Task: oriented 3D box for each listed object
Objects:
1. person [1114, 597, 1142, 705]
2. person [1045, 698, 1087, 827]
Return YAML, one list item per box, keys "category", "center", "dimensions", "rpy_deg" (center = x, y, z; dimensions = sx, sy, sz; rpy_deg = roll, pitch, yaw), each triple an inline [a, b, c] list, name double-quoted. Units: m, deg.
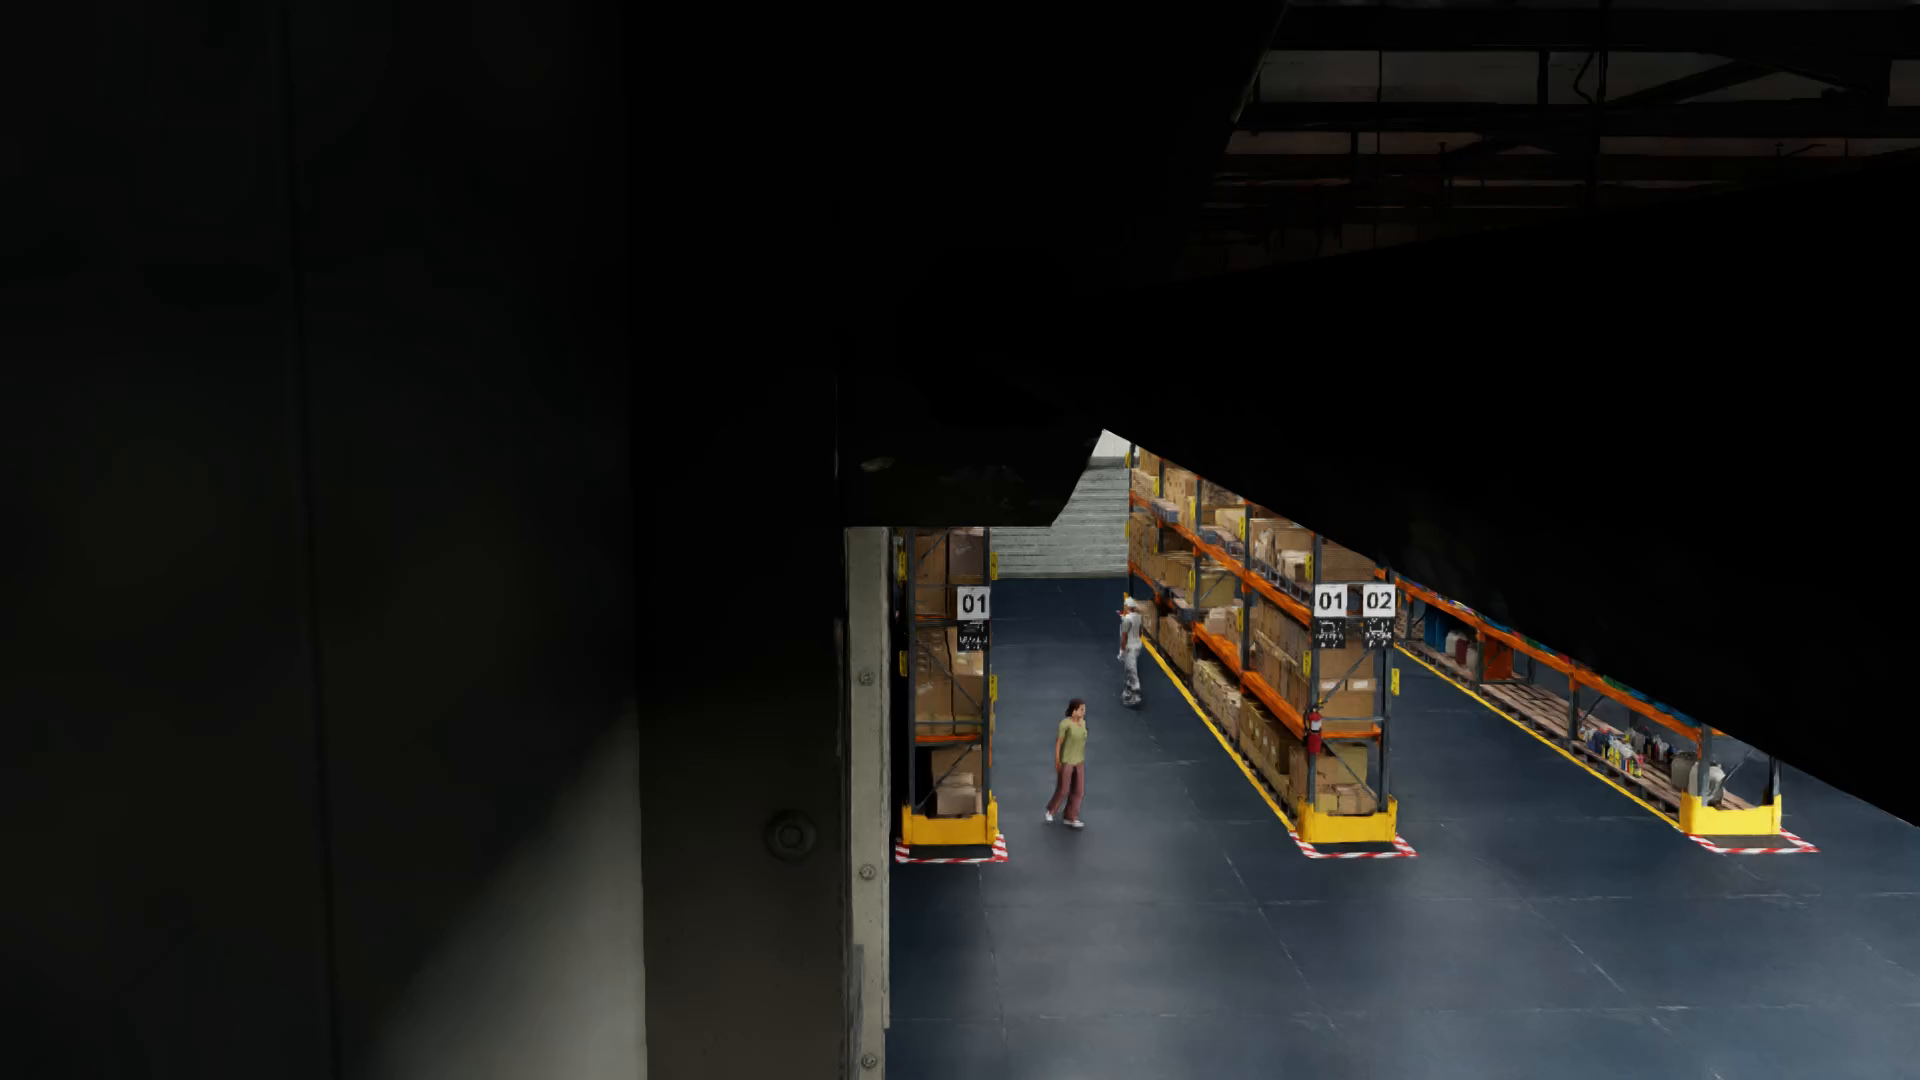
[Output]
- category: "person"
  center: [2.840, 1.843, 28.049]
  dimensions: [0.577, 1.785, 0.655]
  rpy_deg: [4, 8, 28]
- category: "person"
  center: [1.356, 2.810, 21.168]
  dimensions: [0.513, 1.659, 0.521]
  rpy_deg: [-6, 9, -37]
